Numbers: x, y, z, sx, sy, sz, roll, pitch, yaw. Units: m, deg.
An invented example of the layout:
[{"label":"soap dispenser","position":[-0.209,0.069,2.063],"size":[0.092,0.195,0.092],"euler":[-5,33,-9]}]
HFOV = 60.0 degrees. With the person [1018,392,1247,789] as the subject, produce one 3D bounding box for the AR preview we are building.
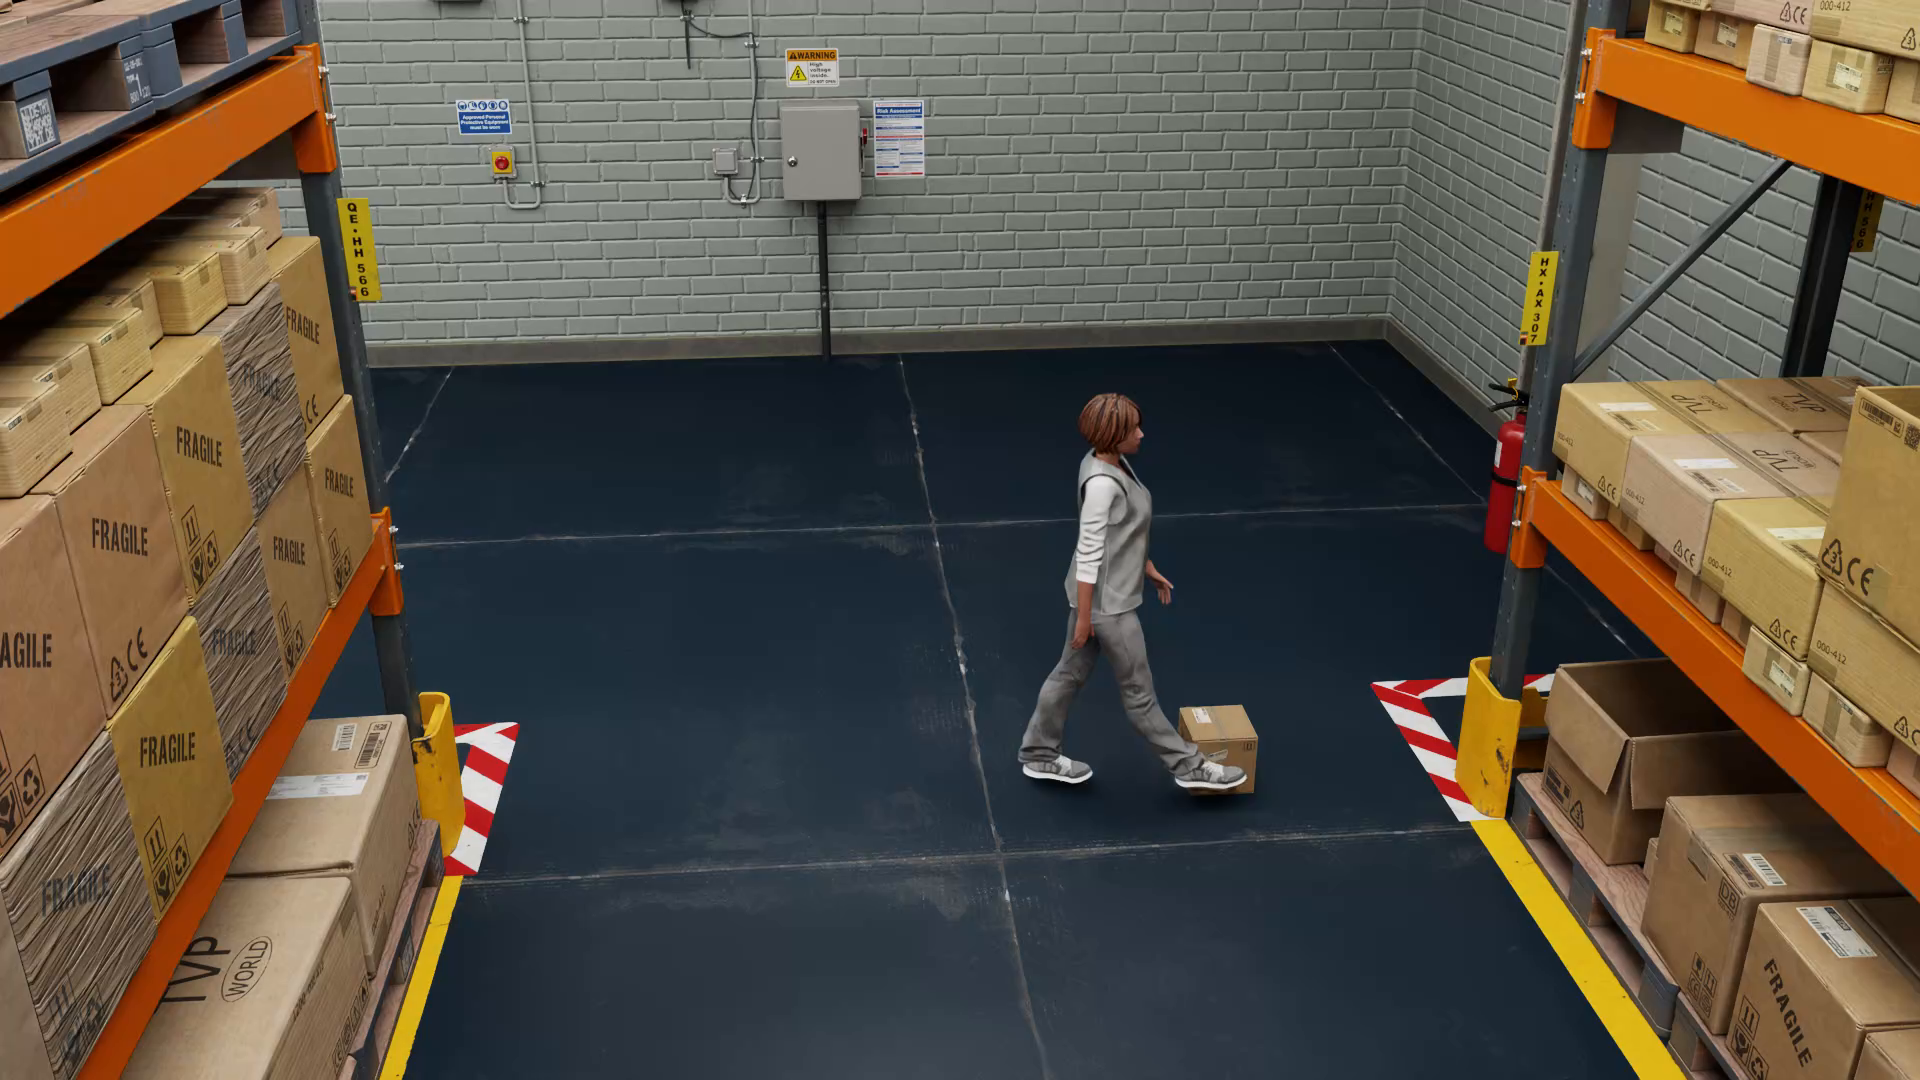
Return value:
[{"label":"person","position":[0.651,0.203,6.124],"size":[0.860,1.571,0.417],"euler":[0,24,1]}]
